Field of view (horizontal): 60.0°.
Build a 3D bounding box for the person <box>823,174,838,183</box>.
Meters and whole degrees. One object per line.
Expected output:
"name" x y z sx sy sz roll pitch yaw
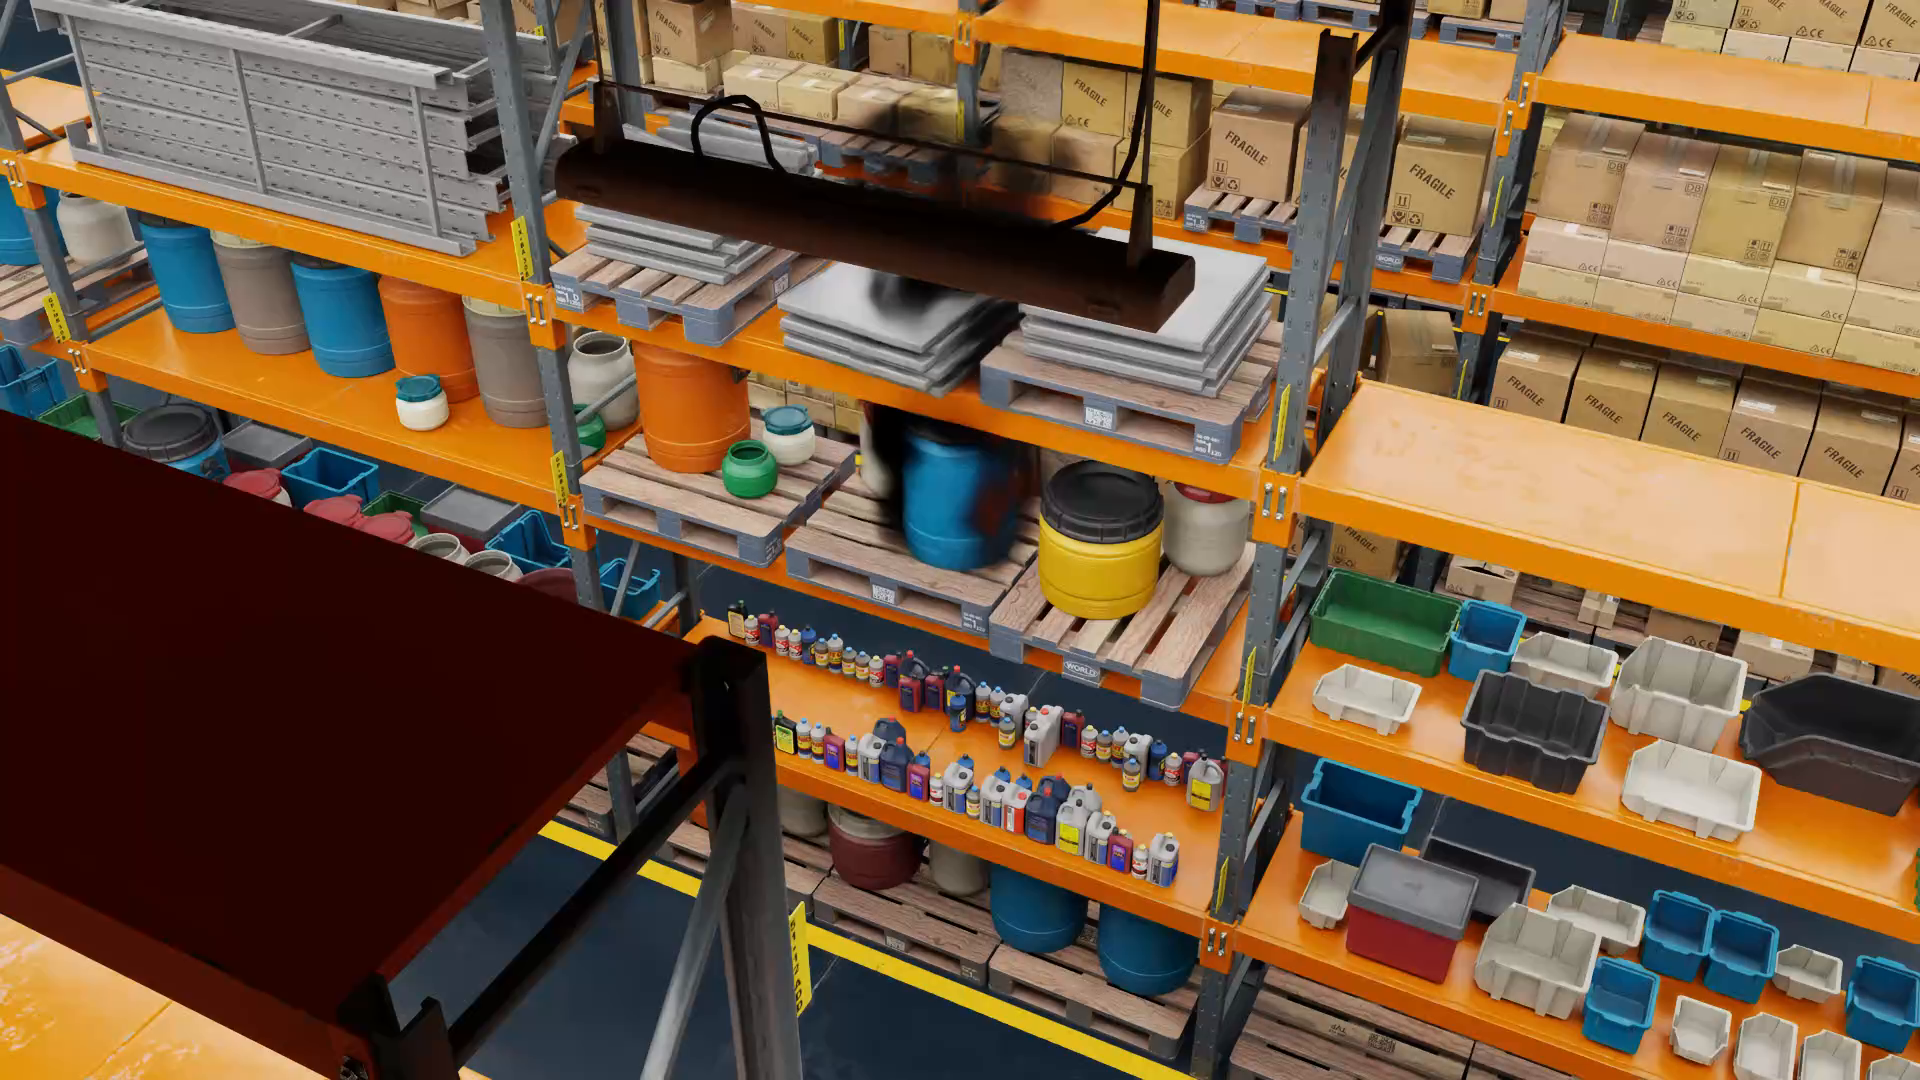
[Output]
"person" -1.310 -2.959 16.583 0.667 1.735 0.685 11 37 16
